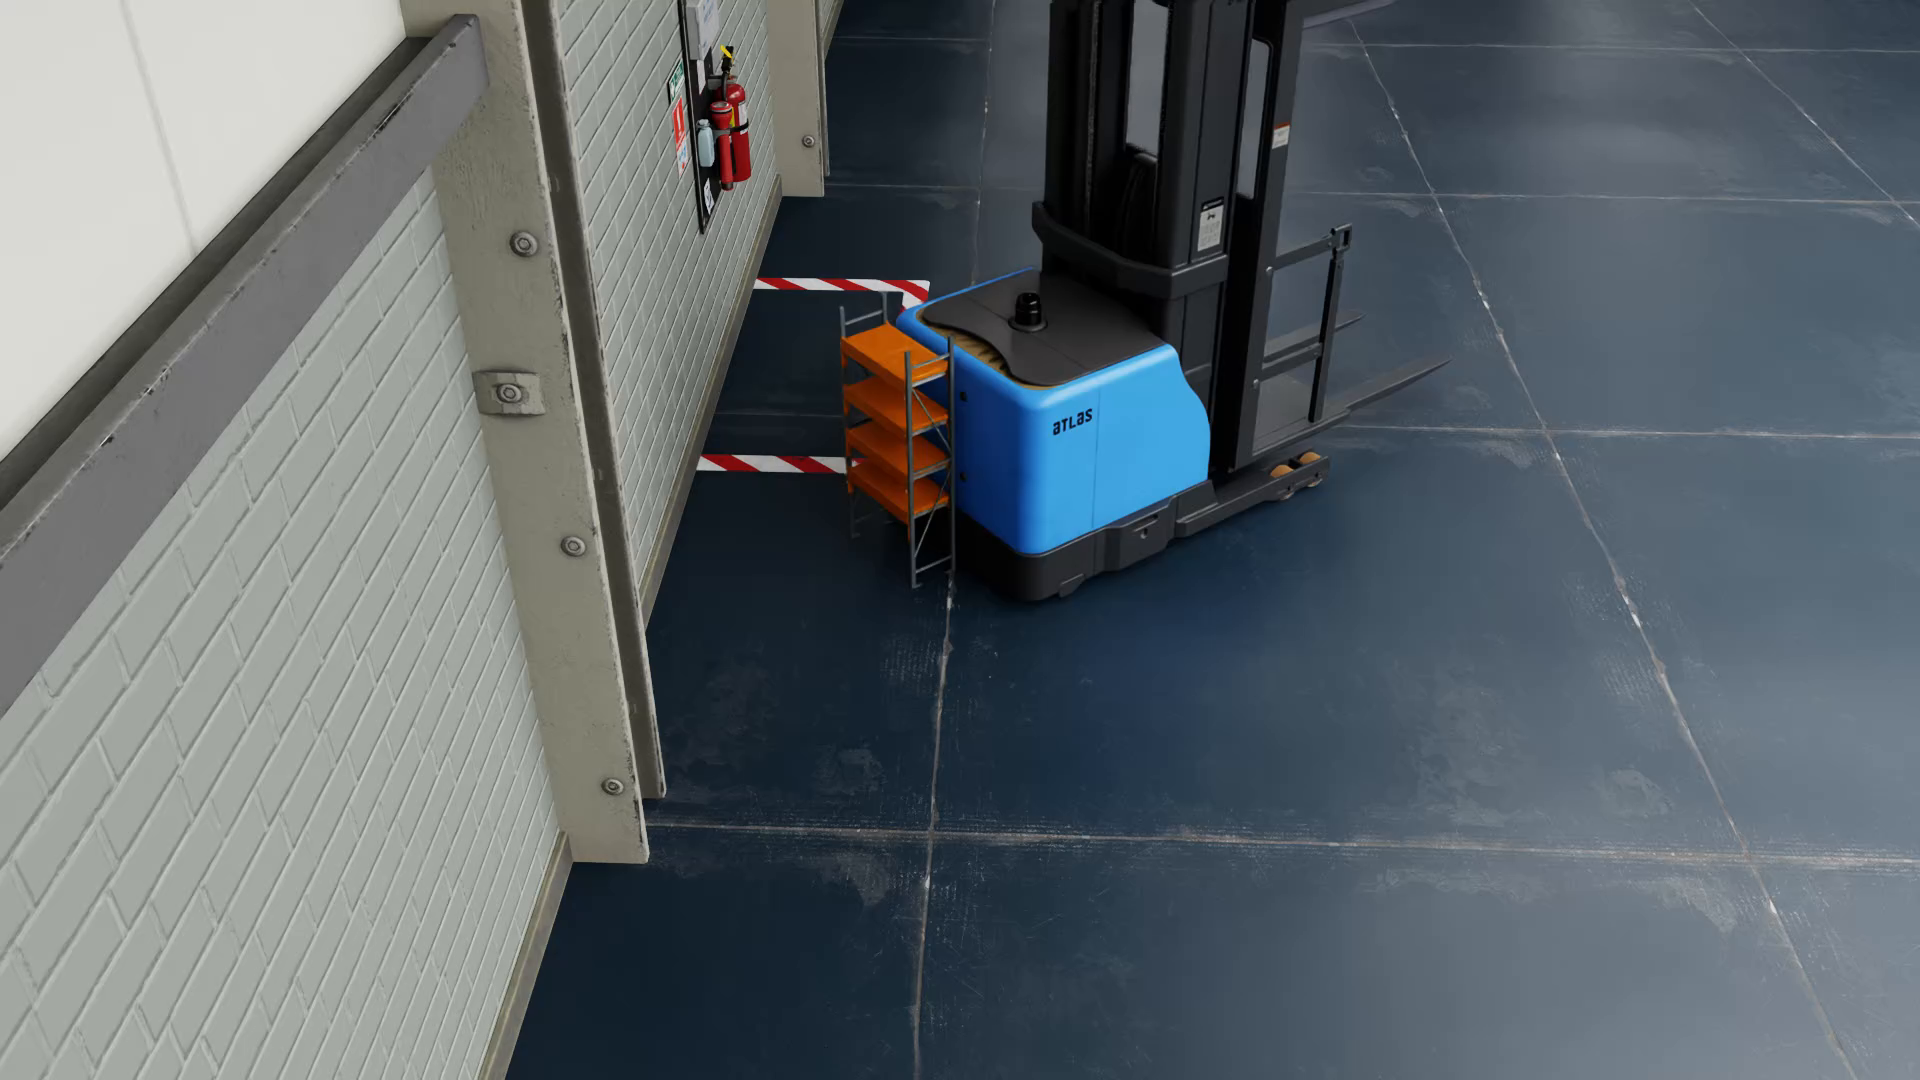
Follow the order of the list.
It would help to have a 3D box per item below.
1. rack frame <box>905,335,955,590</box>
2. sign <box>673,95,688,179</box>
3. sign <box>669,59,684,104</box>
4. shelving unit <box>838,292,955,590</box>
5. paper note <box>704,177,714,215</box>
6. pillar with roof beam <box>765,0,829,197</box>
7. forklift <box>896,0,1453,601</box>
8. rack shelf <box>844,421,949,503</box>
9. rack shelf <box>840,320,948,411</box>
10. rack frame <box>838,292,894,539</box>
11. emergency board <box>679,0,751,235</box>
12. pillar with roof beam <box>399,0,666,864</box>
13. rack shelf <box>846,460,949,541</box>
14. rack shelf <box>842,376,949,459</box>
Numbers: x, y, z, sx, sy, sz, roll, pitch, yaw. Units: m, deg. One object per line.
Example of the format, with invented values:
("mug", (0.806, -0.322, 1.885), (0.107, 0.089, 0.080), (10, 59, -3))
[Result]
("rack frame", (-0.123, -0.314, 7.152), (0.240, 1.200, 0.015), (-24, 41, -29))
("sign", (-1.312, -1.892, 7.802), (0.001, 0.329, 0.234), (1, 35, 2))
("sign", (-1.302, -2.111, 7.653), (0.001, 0.109, 0.331), (1, 35, 2))
("shelving unit", (-0.270, -0.426, 7.312), (0.258, 1.200, 0.503), (-24, 41, -29))
("paper note", (-1.262, -1.732, 8.372), (0.016, 0.148, 0.142), (1, 35, 2))
("pillar with roof beam", (3.253, -5.966, 8.413), (9.100, 9.000, 0.400), (1, 35, 2))
("forklift", (1.185, -1.613, 7.496), (3.031, 2.935, 1.130), (-23, 41, -29))
("rack shelf", (-0.270, -0.371, 7.351), (0.258, 0.148, 0.480), (-24, 41, -29))
("rack shelf", (-0.271, -0.747, 7.085), (0.258, 0.148, 0.480), (-24, 41, -29))
("rack frame", (-0.417, -0.538, 7.471), (0.240, 1.200, 0.015), (-24, 41, -29))
("emergency board", (-1.186, -2.192, 8.261), (0.194, 1.169, 0.643), (1, 35, 2))
("pillar with roof beam", (3.012, -2.519, 3.508), (9.100, 9.000, 0.400), (1, 35, 2))
("rack shelf", (-0.269, -0.209, 7.465), (0.258, 0.148, 0.480), (-24, 41, -29))
("rack shelf", (-0.270, -0.554, 7.222), (0.258, 0.148, 0.480), (-24, 41, -29))
